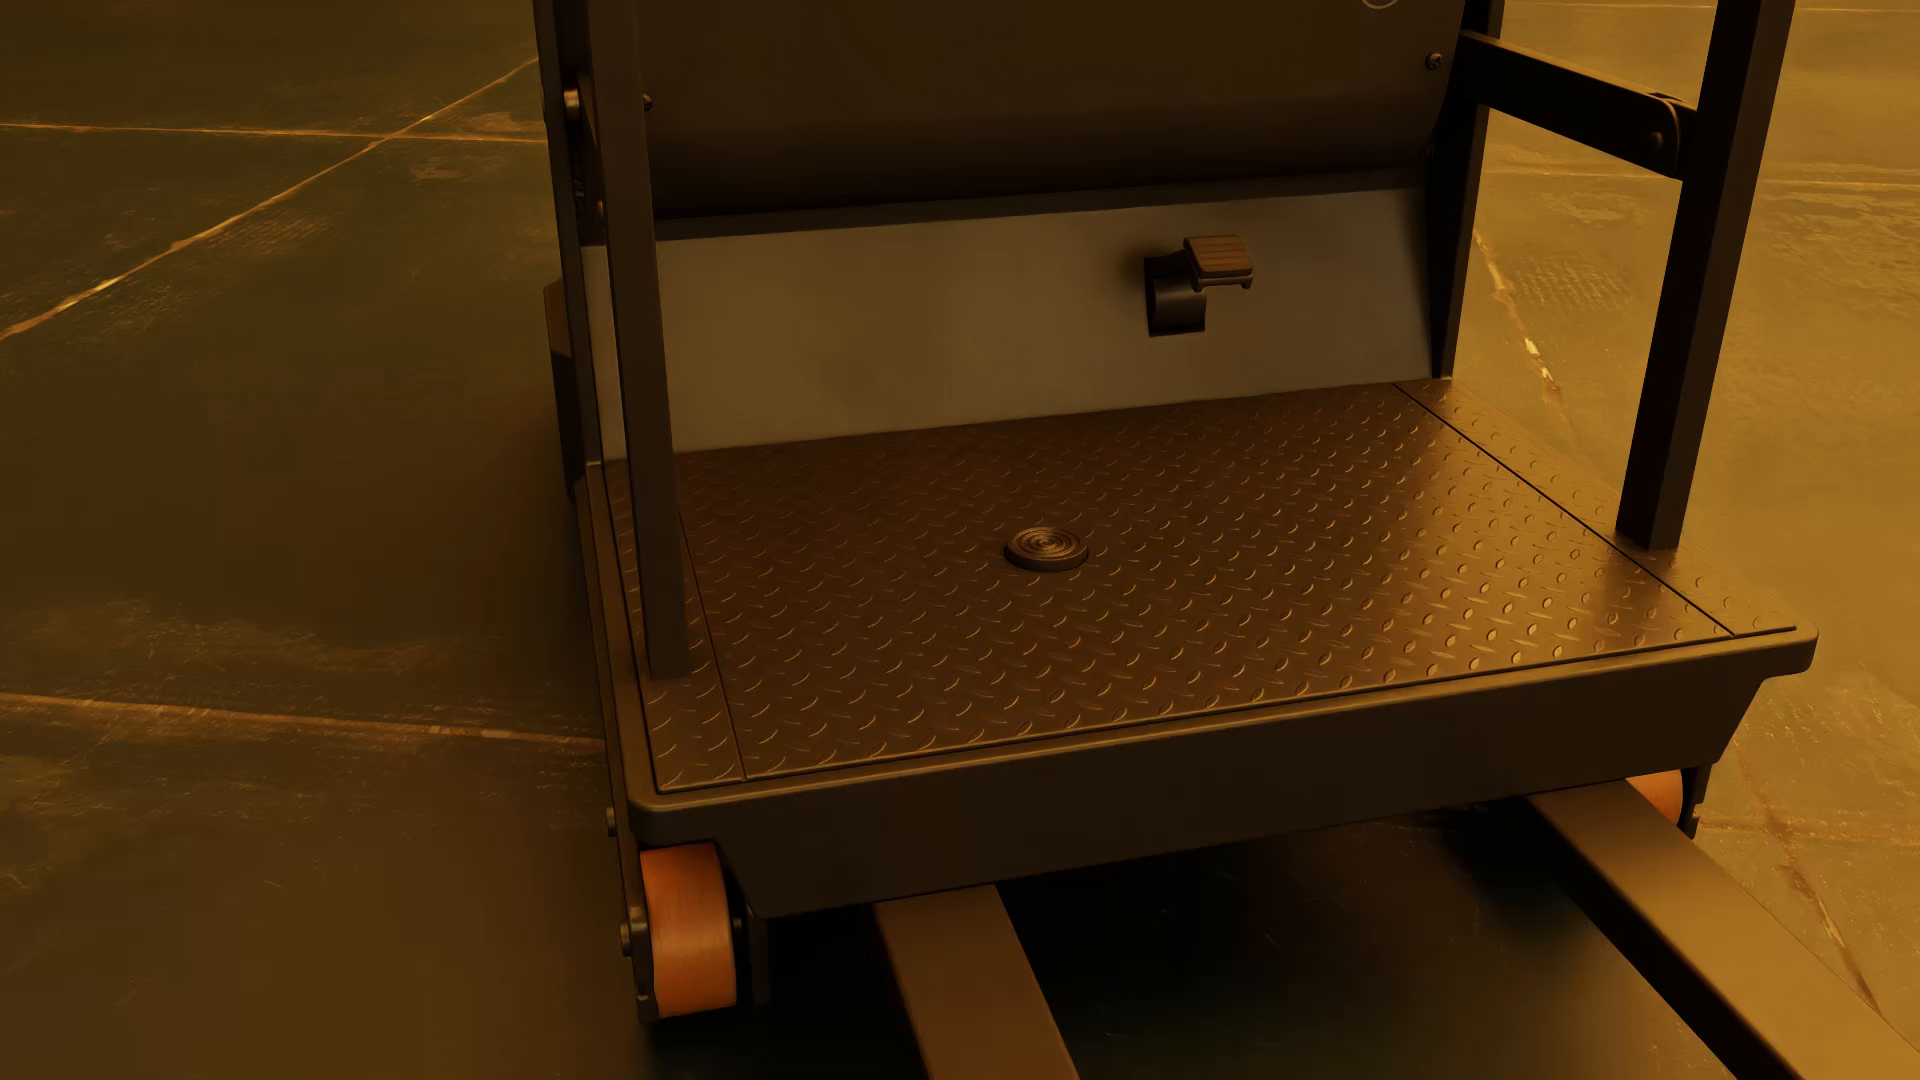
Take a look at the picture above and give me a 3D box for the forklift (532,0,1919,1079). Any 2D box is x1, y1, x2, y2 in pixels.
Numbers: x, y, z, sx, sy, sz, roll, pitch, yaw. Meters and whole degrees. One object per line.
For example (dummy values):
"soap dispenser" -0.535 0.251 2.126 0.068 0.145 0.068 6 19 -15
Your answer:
"forklift" 0.153 -1.049 1.319 1.130 2.935 3.031 -7 27 -13
